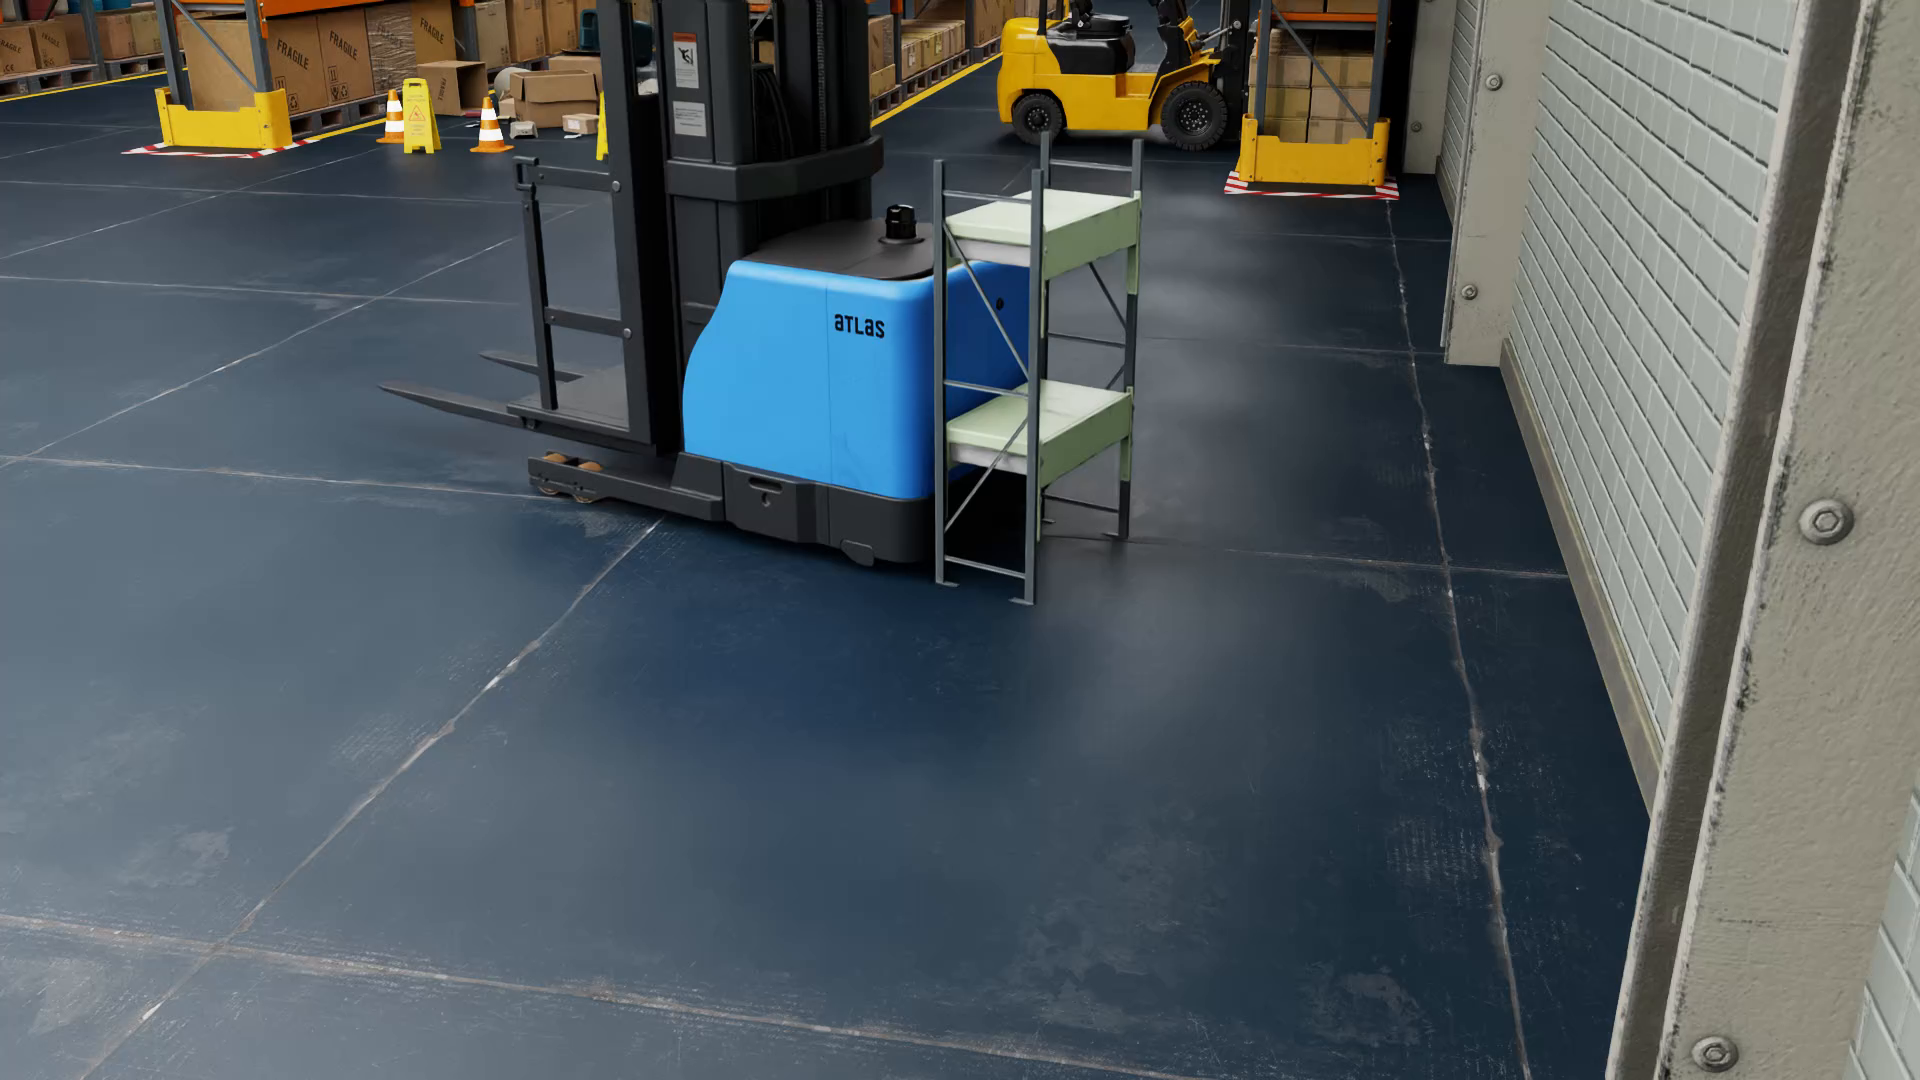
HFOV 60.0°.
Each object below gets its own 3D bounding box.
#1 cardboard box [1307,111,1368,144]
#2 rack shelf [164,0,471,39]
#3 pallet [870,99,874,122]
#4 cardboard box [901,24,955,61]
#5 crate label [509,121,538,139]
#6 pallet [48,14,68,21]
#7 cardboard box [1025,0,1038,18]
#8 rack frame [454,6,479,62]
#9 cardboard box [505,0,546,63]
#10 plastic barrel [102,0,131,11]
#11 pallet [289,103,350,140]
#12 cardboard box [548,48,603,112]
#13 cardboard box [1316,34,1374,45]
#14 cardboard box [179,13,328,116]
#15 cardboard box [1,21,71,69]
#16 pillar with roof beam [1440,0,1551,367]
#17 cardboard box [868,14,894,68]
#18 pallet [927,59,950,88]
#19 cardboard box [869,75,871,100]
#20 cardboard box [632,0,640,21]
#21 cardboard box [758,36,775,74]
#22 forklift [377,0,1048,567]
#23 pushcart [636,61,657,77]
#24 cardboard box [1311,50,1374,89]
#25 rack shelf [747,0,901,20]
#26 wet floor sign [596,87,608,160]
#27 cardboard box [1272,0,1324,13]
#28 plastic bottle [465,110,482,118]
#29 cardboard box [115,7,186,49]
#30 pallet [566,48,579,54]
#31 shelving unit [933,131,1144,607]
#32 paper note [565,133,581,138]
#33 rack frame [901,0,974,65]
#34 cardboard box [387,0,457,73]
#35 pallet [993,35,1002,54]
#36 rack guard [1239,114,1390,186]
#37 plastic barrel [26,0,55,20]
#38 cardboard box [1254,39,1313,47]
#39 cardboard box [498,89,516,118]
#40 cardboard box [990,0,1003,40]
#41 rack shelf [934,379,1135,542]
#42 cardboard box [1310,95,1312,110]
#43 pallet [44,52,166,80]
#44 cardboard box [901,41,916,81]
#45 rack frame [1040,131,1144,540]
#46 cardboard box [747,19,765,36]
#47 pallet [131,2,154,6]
[{"bbox_3d":[3.198,-3.460,14.047,0.500,0.250,0.500,5,22,11],"label":"cardboard box"},{"bbox_3d":[-6.412,-5.491,16.935,1.077,0.370,4.000,4,22,11],"label":"rack shelf"},{"bbox_3d":[-1.487,-4.226,16.565,1.003,0.211,1.213,4,22,11],"label":"pallet"},{"bbox_3d":[-0.589,-6.178,20.633,0.950,0.372,0.625,4,22,10],"label":"cardboard box"},{"bbox_3d":[-4.185,-3.933,15.935,0.250,0.136,0.298,-7,23,-17],"label":"crate label"},{"bbox_3d":[-14.500,-8.254,26.566,1.003,0.211,1.213,4,22,11],"label":"pallet"},{"bbox_3d":[0.728,-8.369,25.986,0.875,0.438,0.875,4,22,10],"label":"cardboard box"},{"bbox_3d":[-6.004,-6.556,18.617,1.000,3.000,0.127,4,22,11],"label":"rack frame"},{"bbox_3d":[-5.765,-6.294,20.414,1.050,0.750,0.750,4,22,11],"label":"cardboard box"},{"bbox_3d":[-14.183,-9.298,27.672,0.600,0.901,0.708,4,22,11],"label":"plastic barrel"},{"bbox_3d":[-6.734,-4.098,16.246,1.003,0.211,1.213,4,22,11],"label":"pallet"},{"bbox_3d":[-3.891,-4.836,17.505,0.797,0.637,0.503,4,22,11],"label":"cardboard box"},{"bbox_3d":[3.512,-4.472,15.222,0.500,0.250,0.500,4,22,10],"label":"cardboard box"},{"bbox_3d":[-6.747,-4.555,15.931,0.875,0.875,0.875,5,22,11],"label":"cardboard box"},{"bbox_3d":[-10.960,-5.863,19.680,0.500,0.500,0.500,4,22,9],"label":"cardboard box"},{"bbox_3d":[-1.508,-5.478,7.910,9.100,9.000,0.400,4,22,11],"label":"pillar with roof beam"},{"bbox_3d":[-0.996,-5.246,17.478,0.500,0.500,0.500,4,22,10],"label":"cardboard box"},{"bbox_3d":[-0.733,-5.654,20.111,1.003,0.211,1.213,4,22,11],"label":"pallet"},{"bbox_3d":[-1.202,-4.517,16.673,0.500,0.250,0.500,5,22,12],"label":"cardboard box"},{"bbox_3d":[-4.794,-7.293,23.231,0.500,0.500,0.500,4,22,9],"label":"cardboard box"},{"bbox_3d":[-1.514,-4.302,15.136,0.500,0.500,0.500,4,22,9],"label":"cardboard box"},{"bbox_3d":[-1.167,-1.659,6.548,3.031,2.935,1.130,13,25,29],"label":"forklift"},{"bbox_3d":[-3.380,-5.155,18.647,1.648,0.377,0.936,-3,22,-8],"label":"pushcart"},{"bbox_3d":[3.190,-3.920,13.852,0.500,0.250,0.500,4,22,10],"label":"cardboard box"},{"bbox_3d":[-1.546,-5.150,16.090,1.077,0.370,4.000,4,22,11],"label":"rack shelf"},{"bbox_3d":[-3.040,-3.673,14.609,0.267,0.644,0.232,13,25,29],"label":"wet floor sign"},{"bbox_3d":[2.750,-4.622,13.681,0.500,0.500,0.500,4,22,10],"label":"cardboard box"},{"bbox_3d":[-4.978,-4.426,17.261,0.283,0.061,0.133,-3,22,-8],"label":"plastic bottle"},{"bbox_3d":[-10.463,-6.616,21.523,0.700,0.500,0.500,3,22,6],"label":"cardboard box"},{"bbox_3d":[-5.423,-6.443,22.068,1.003,0.211,1.213,4,22,11],"label":"pallet"},{"bbox_3d":[0.279,-0.622,5.890,0.431,1.500,0.755,13,25,29],"label":"shelving unit"},{"bbox_3d":[-3.710,-3.873,15.929,0.148,0.019,0.142,-3,22,-8],"label":"paper note"},{"bbox_3d":[-0.321,-7.678,21.404,1.000,3.000,0.127,4,22,11],"label":"rack frame"},{"bbox_3d":[-6.201,-5.540,18.377,0.875,0.875,0.875,5,22,12],"label":"cardboard box"},{"bbox_3d":[0.164,-7.112,23.731,1.003,0.211,1.213,4,22,11],"label":"pallet"},{"bbox_3d":[2.901,-3.207,13.648,1.175,0.500,0.348,4,22,11],"label":"rack guard"},{"bbox_3d":[-14.558,-8.481,26.062,0.600,0.588,0.708,4,22,11],"label":"plastic barrel"},{"bbox_3d":[2.887,-4.323,14.853,0.500,0.250,0.500,5,22,12],"label":"cardboard box"},{"bbox_3d":[-4.552,-4.519,17.218,0.396,0.266,0.258,8,23,20],"label":"cardboard box"},{"bbox_3d":[0.087,-7.460,23.143,0.875,0.875,0.875,5,22,12],"label":"cardboard box"},{"bbox_3d":[0.279,-0.319,6.012,0.431,0.370,0.720,13,25,29],"label":"rack shelf"},{"bbox_3d":[3.297,-3.867,14.390,0.500,0.250,0.500,4,22,10],"label":"cardboard box"},{"bbox_3d":[-10.682,-5.962,20.875,1.003,0.211,1.213,4,22,11],"label":"pallet"},{"bbox_3d":[-1.033,-5.383,18.661,0.950,0.372,0.625,5,22,12],"label":"cardboard box"},{"bbox_3d":[0.469,-0.739,6.180,0.400,1.500,0.023,13,25,29],"label":"rack frame"},{"bbox_3d":[-2.036,-4.773,15.436,0.380,0.149,0.250,5,22,12],"label":"cardboard box"},{"bbox_3d":[-13.943,-9.253,29.045,1.003,0.211,1.213,4,22,11],"label":"pallet"}]
